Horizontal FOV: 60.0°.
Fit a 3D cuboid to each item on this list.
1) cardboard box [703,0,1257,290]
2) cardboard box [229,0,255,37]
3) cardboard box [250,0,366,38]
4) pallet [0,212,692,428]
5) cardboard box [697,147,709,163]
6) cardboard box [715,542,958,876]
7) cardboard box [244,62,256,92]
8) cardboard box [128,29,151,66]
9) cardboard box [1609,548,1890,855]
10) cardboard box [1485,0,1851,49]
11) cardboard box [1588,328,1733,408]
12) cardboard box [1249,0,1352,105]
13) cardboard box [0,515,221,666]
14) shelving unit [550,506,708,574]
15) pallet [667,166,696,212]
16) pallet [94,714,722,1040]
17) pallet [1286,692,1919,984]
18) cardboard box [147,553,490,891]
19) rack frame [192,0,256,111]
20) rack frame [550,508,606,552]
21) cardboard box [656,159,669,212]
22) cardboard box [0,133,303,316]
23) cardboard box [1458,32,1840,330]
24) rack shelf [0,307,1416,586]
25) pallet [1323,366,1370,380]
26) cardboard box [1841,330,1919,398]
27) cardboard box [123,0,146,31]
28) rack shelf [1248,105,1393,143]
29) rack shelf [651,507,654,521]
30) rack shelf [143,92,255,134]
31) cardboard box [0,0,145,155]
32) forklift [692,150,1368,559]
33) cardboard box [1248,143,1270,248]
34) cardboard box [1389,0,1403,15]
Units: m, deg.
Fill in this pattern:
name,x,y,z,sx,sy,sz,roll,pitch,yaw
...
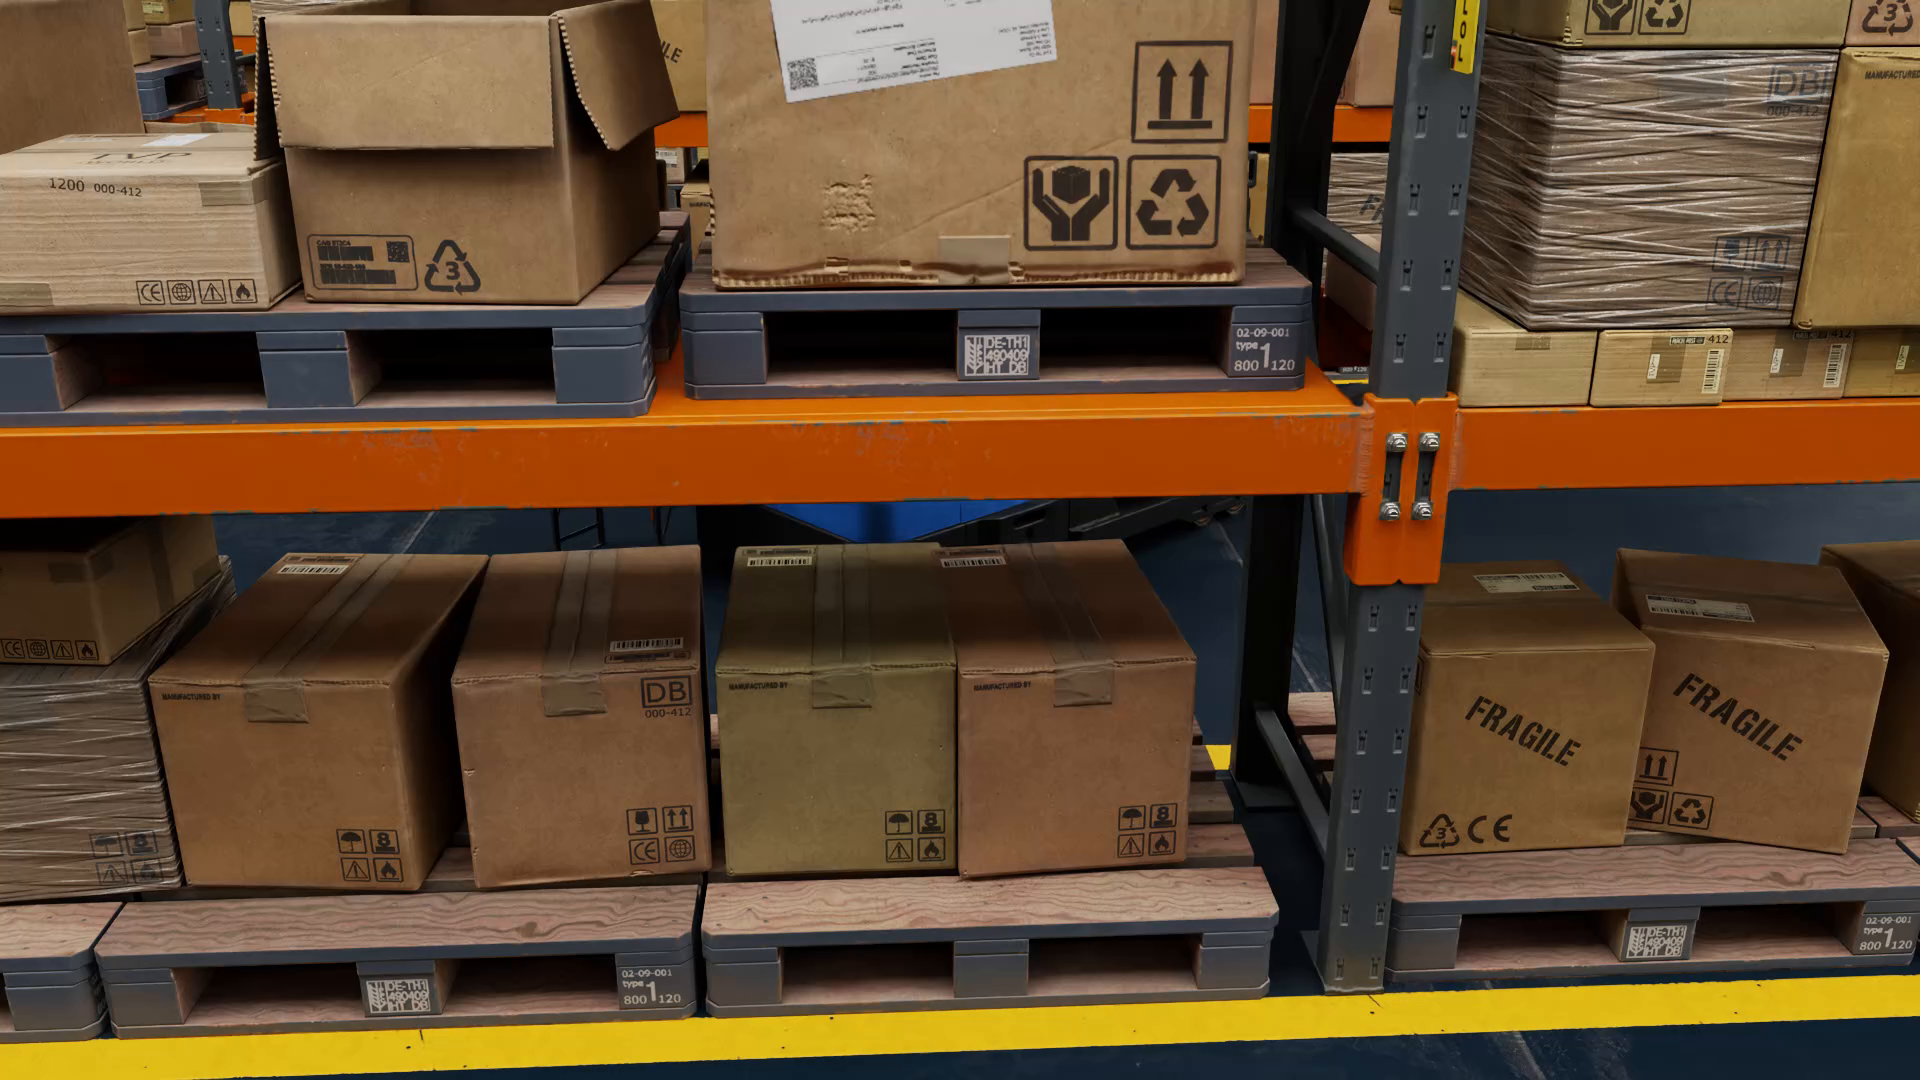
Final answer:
name,x,y,z,sx,sy,sz,roll,pitch,yaw
cardboard box,0.014,-1.114,3.399,1.000,1.000,1.000,-1,21,-3
cardboard box,-5.246,-3.850,12.229,0.500,0.250,0.500,-1,21,-4
cardboard box,-2.896,-2.247,7.666,0.500,0.500,0.500,-1,21,-2
pallet,-1.204,-0.488,3.457,1.213,0.211,1.003,-1,21,-3
cardboard box,-1.685,-3.051,13.021,0.625,0.372,0.950,0,21,-1
cardboard box,-0.276,0.366,3.838,0.500,0.500,0.700,-1,21,-3
cardboard box,-5.329,-3.245,12.826,0.875,0.875,0.875,-1,21,-2
cardboard box,-3.826,-2.193,7.427,0.250,0.149,0.380,-1,21,-2
cardboard box,1.789,0.359,3.884,0.500,0.500,0.500,5,22,14
cardboard box,1.279,-1.176,3.030,0.500,0.500,0.500,-1,21,-3
cardboard box,1.298,-0.385,3.269,0.250,0.149,0.380,-1,21,-3
cardboard box,1.549,-2.469,8.180,0.550,0.550,0.875,-1,21,-3
cardboard box,-1.982,0.051,3.613,0.500,0.250,0.500,1,21,3
shelving unit,-1.160,-0.463,5.651,0.503,1.200,0.258,13,24,30
pallet,-1.748,-2.779,13.124,1.213,0.211,1.003,-1,21,-3
pallet,-1.182,0.741,3.878,1.213,0.211,1.003,-1,21,-3
pallet,1.484,0.673,4.057,1.213,0.211,1.003,-1,21,-3
cardboard box,-1.391,0.389,3.778,0.500,0.500,0.700,1,21,1
rack frame,-3.360,-2.287,7.912,0.127,3.000,1.000,-1,21,-3
rack frame,-1.365,-0.510,5.774,0.015,1.200,0.240,13,24,30
cardboard box,-1.874,-1.431,8.236,0.750,0.750,1.050,-1,21,-2
cardboard box,-1.491,-0.601,3.106,0.500,0.250,0.500,-2,21,-5
cardboard box,1.268,-0.777,3.388,0.500,0.500,0.875,-1,21,-3
rack shelf,-1.181,-0.227,3.514,4.000,0.370,1.077,-1,21,-3
pallet,1.397,-1.053,8.589,1.213,0.211,1.003,-1,21,-3
cardboard box,1.795,-0.408,3.330,0.250,0.149,0.380,-1,21,-3
cardboard box,-3.827,-2.333,7.378,0.250,0.149,0.380,-1,21,-2
rack shelf,2.630,-2.073,8.360,4.000,0.370,1.077,-1,21,-3
rack shelf,-1.160,-0.215,5.746,0.480,0.148,0.258,13,24,30
rack shelf,-5.357,-1.910,7.933,4.000,0.370,1.077,-1,21,-3
cardboard box,-2.089,-0.838,3.376,0.500,0.500,0.700,2,21,5
forklift,0.485,-1.543,6.054,3.031,2.935,1.130,-19,28,-40
cardboard box,1.265,-1.559,8.397,0.875,0.875,0.875,-1,21,-2
cardboard box,1.249,-1.364,3.524,0.500,0.500,0.500,-1,21,-3
